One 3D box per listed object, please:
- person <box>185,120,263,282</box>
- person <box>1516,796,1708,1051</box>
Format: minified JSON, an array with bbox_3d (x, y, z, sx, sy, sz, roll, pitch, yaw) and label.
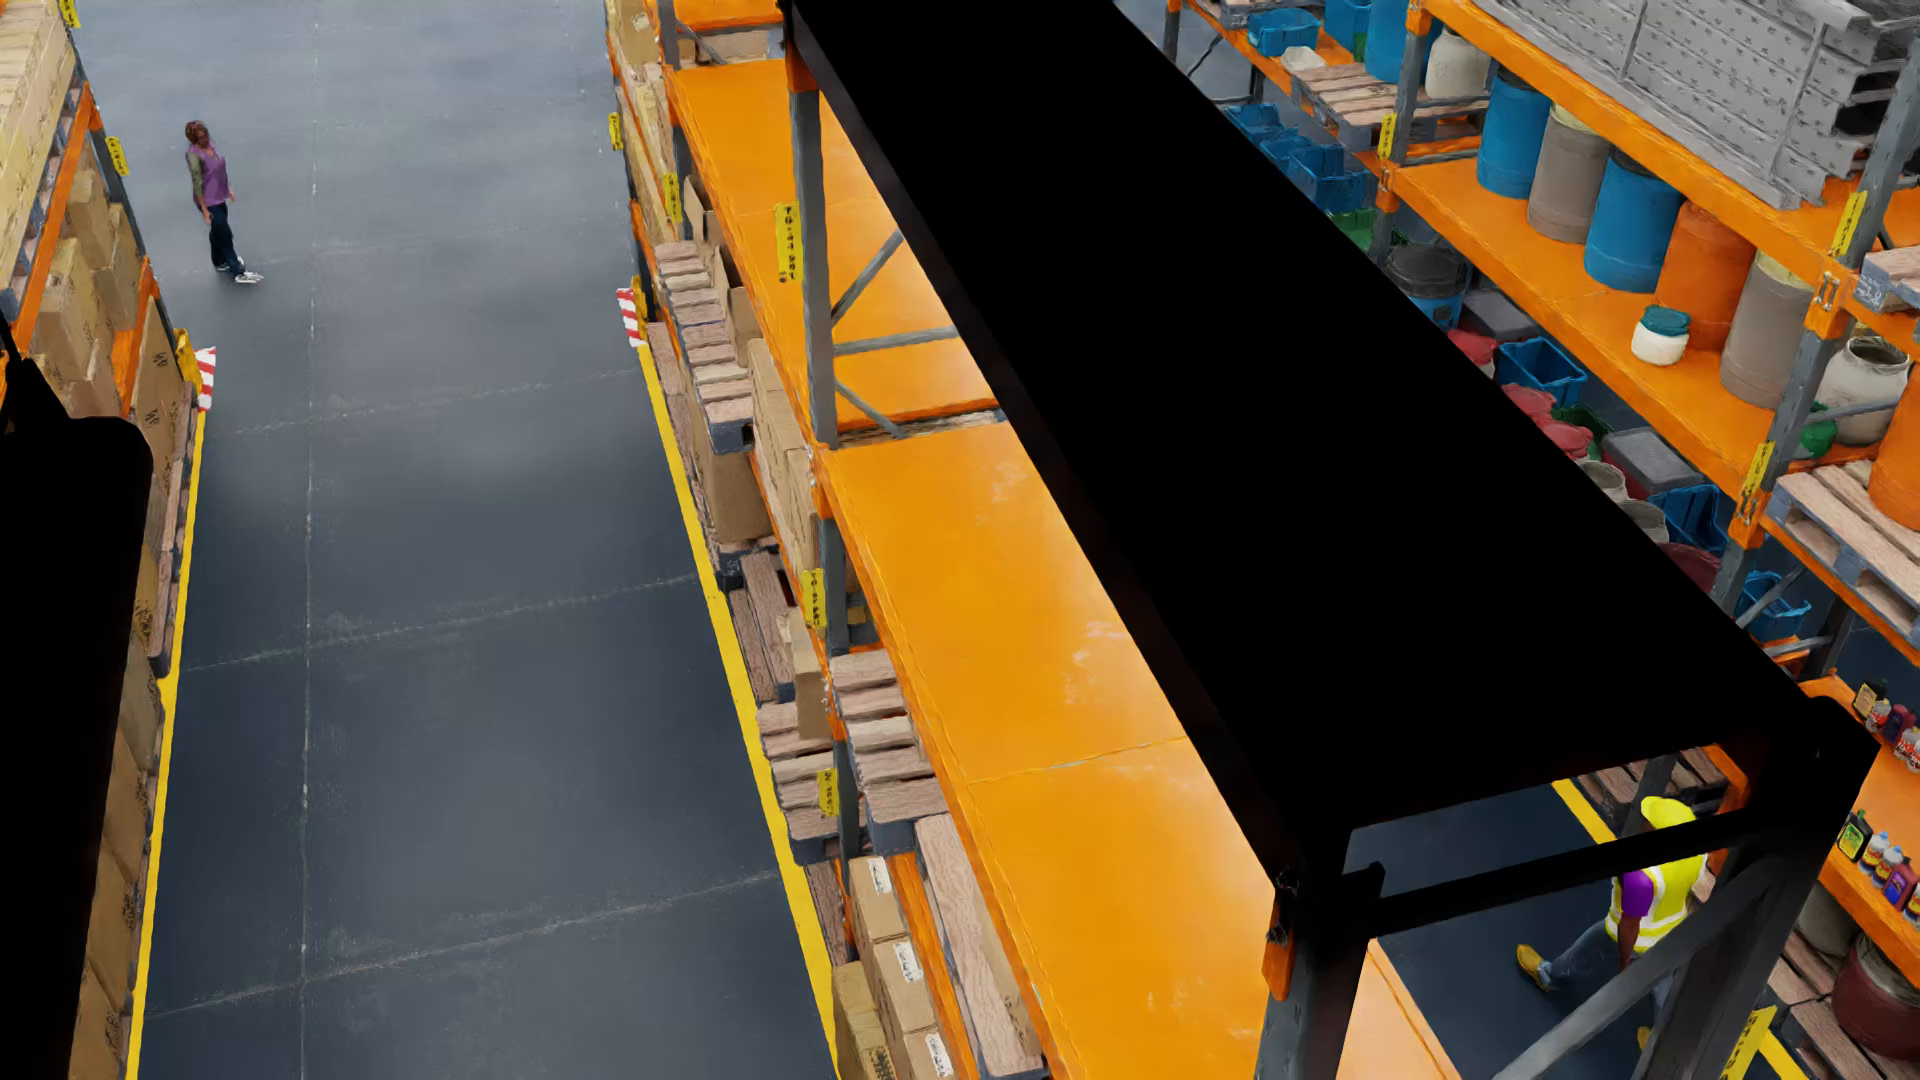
[{"bbox_3d":[-6.935,-3.170,15.522,0.527,1.588,0.547,0,38,0],"label":"person"},{"bbox_3d":[3.627,2.011,8.901,0.571,1.708,1.035,-16,41,-19],"label":"person"}]
